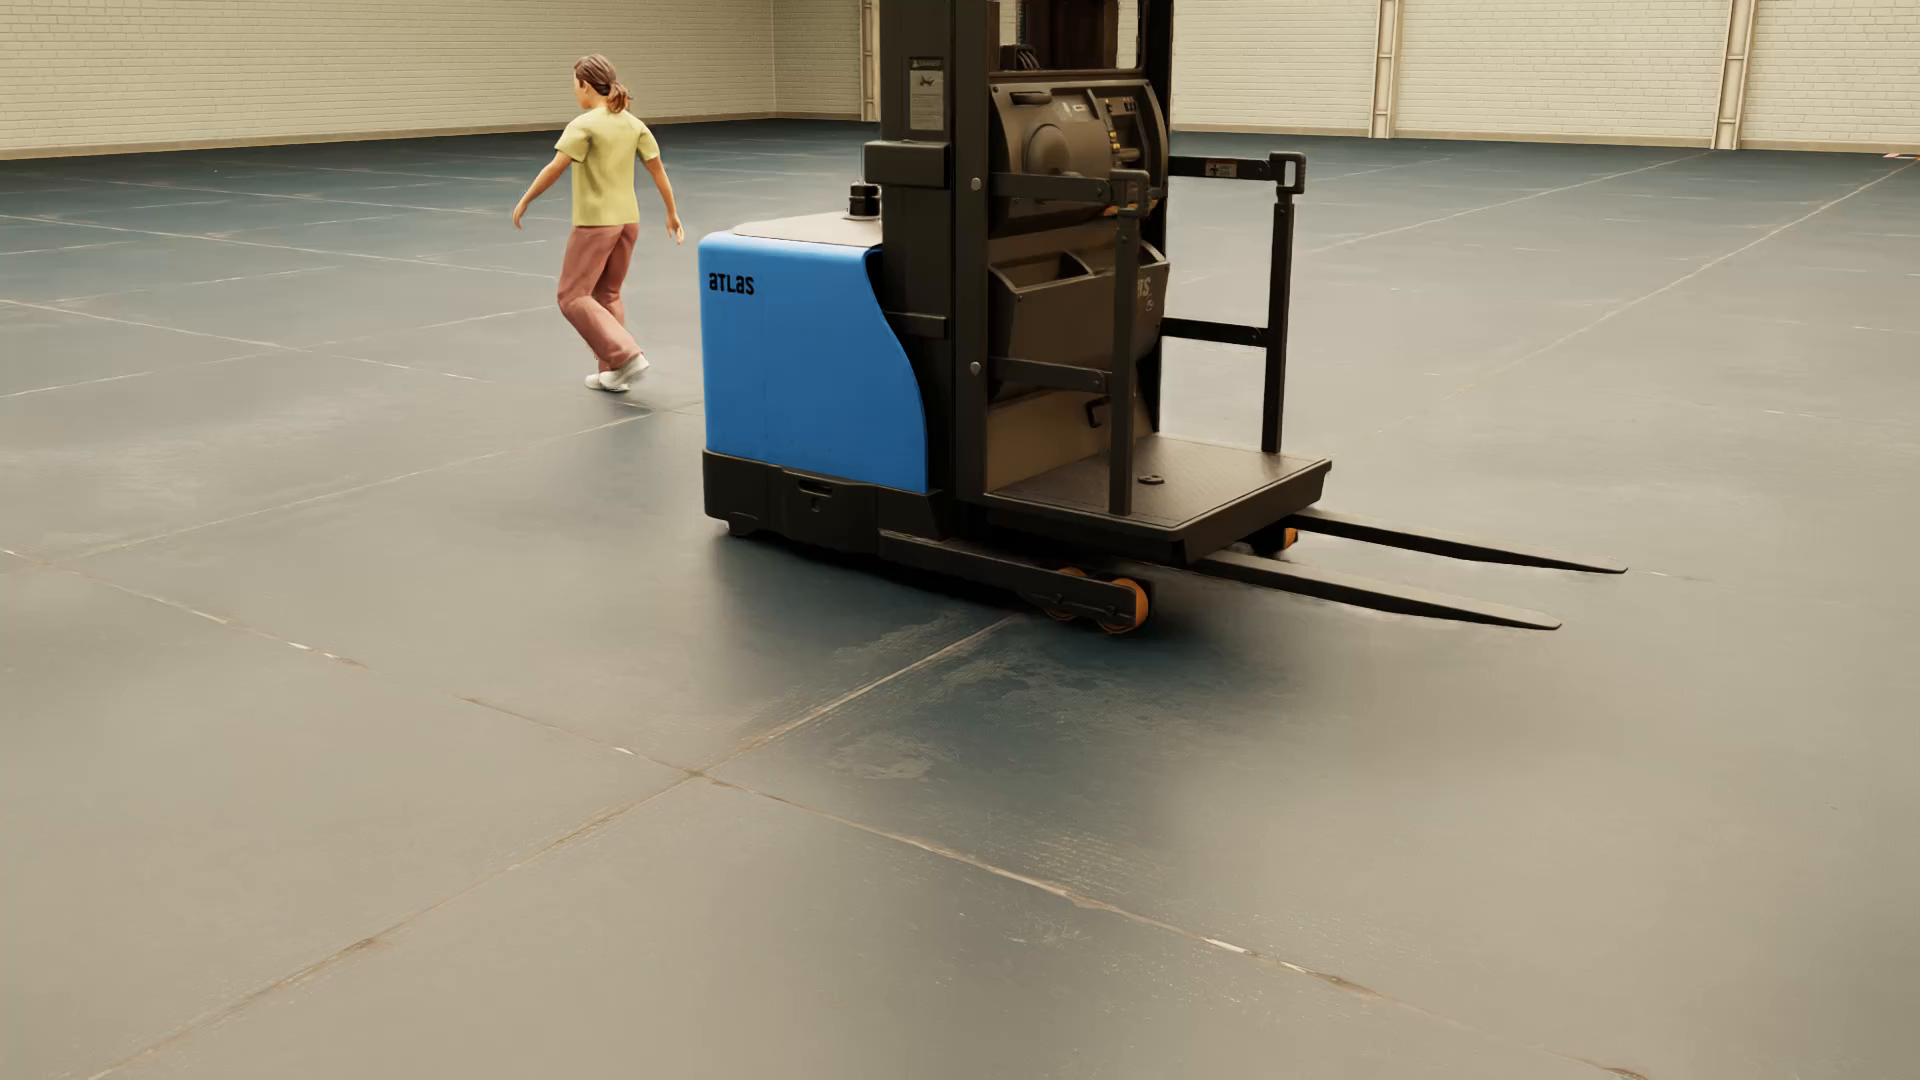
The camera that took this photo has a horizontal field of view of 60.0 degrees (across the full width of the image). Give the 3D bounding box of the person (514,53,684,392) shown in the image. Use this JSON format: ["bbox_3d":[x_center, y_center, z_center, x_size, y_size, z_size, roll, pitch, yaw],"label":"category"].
[{"bbox_3d":[-1.728,-1.532,8.188,0.603,1.660,0.737,10,19,30],"label":"person"}]

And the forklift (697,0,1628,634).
[{"bbox_3d":[0.557,-1.293,5.156,3.031,2.935,1.130,12,20,35],"label":"forklift"}]
